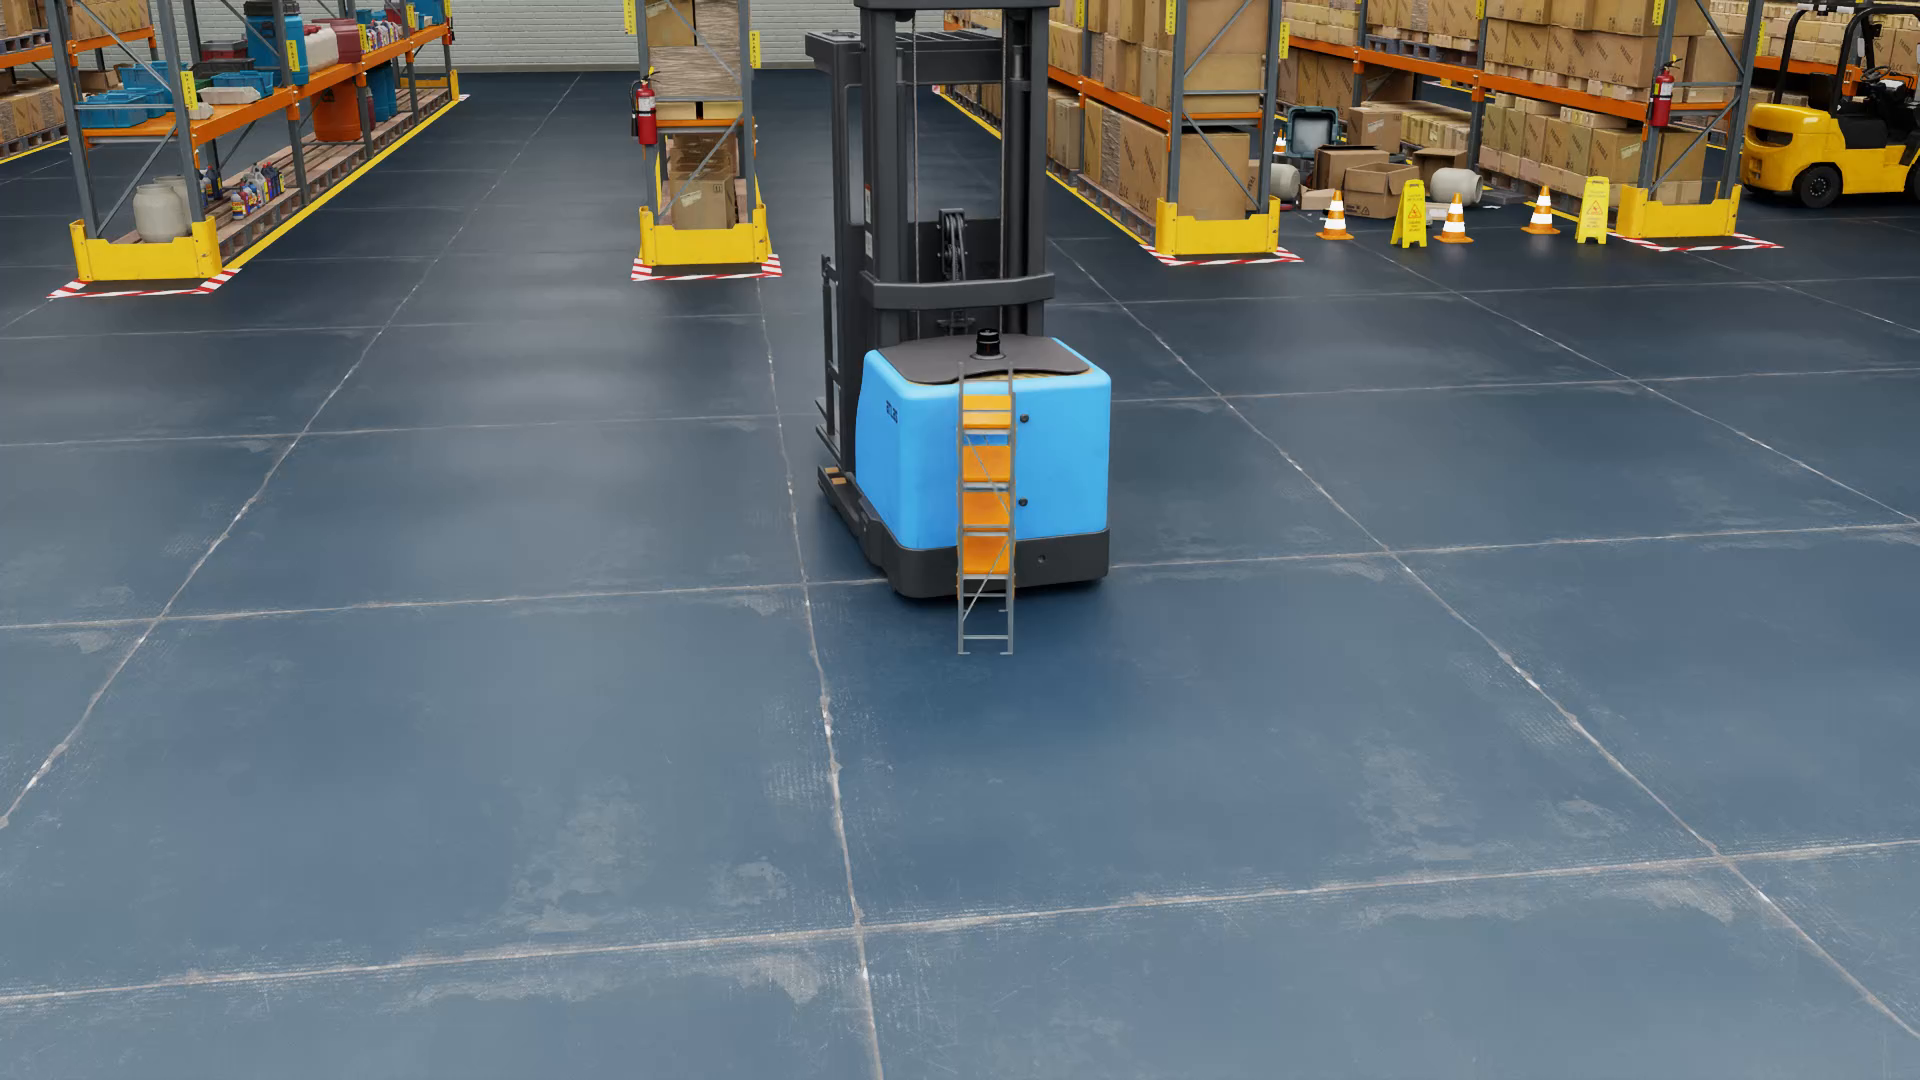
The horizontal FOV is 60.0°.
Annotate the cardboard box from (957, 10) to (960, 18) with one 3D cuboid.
[{"bbox_3d":[0.235,-9.284,28.717,0.500,0.500,0.500,-3,21,-9],"label":"cardboard box"}]

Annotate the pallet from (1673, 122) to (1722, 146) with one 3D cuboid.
[{"bbox_3d":[11.232,-5.970,24.400,1.003,0.211,1.213,-3,21,-8],"label":"pallet"}]

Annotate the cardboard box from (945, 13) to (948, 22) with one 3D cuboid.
[{"bbox_3d":[-0.074,-9.551,30.360,0.380,0.149,0.250,-3,21,-8],"label":"cardboard box"}]

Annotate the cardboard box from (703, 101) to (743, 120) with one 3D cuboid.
[{"bbox_3d":[-2.218,-4.035,15.593,0.380,0.149,0.250,-3,21,-8],"label":"cardboard box"}]

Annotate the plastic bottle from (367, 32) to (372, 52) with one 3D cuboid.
[{"bbox_3d":[-8.319,-6.996,23.345,0.097,0.271,0.097,0,20,0],"label":"plastic bottle"}]

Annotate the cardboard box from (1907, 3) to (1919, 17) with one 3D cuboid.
[{"bbox_3d":[11.653,-6.370,19.989,0.380,0.149,0.250,-3,21,-9],"label":"cardboard box"}]

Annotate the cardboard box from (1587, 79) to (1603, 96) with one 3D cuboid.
[{"bbox_3d":[6.899,-4.803,17.647,0.380,0.149,0.250,-3,21,-7],"label":"cardboard box"}]

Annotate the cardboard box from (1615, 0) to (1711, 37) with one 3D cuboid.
[{"bbox_3d":[7.104,-5.363,16.790,0.700,0.500,0.500,-3,21,-9],"label":"cardboard box"}]

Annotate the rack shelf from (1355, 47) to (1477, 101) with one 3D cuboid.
[{"bbox_3d":[6.529,-6.283,22.279,1.077,0.370,4.000,-3,21,-8],"label":"rack shelf"}]

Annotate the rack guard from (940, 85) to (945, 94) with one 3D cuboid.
[{"bbox_3d":[0.214,-8.600,31.028,1.175,0.500,0.348,-3,21,-8],"label":"rack guard"}]

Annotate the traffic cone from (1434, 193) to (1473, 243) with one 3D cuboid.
[{"bbox_3d":[5.006,-3.264,16.794,0.336,0.463,0.334,-3,21,-8],"label":"traffic cone"}]

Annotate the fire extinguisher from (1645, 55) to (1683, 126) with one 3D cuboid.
[{"bbox_3d":[6.954,-4.443,16.436,0.296,0.674,0.183,-3,21,-8],"label":"fire extinguisher"}]

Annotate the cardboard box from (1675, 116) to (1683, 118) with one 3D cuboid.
[{"bbox_3d":[10.878,-6.725,25.407,0.500,0.500,0.500,-2,21,-6],"label":"cardboard box"}]

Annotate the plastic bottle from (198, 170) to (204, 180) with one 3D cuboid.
[{"bbox_3d":[-8.185,-3.842,17.874,0.144,0.351,0.185,-2,21,-6],"label":"plastic bottle"}]

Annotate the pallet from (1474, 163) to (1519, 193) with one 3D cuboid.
[{"bbox_3d":[6.949,-4.390,20.169,1.003,0.211,1.213,-3,21,-8],"label":"pallet"}]

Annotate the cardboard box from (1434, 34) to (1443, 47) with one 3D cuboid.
[{"bbox_3d":[6.336,-6.438,21.426,0.380,0.149,0.250,-3,21,-7],"label":"cardboard box"}]

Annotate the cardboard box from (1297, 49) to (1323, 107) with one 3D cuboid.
[{"bbox_3d":[5.970,-7.375,26.613,0.875,0.875,0.875,-2,21,-6],"label":"cardboard box"}]

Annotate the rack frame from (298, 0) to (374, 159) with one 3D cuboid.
[{"bbox_3d":[-8.467,-6.563,22.000,1.000,3.000,0.127,-3,21,-8],"label":"rack frame"}]

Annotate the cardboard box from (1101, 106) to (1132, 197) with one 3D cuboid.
[{"bbox_3d":[2.088,-4.311,18.407,0.875,0.875,0.875,-3,21,-7],"label":"cardboard box"}]

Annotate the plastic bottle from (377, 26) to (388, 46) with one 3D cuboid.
[{"bbox_3d":[-8.522,-7.421,24.477,0.152,0.276,0.135,-3,21,-8],"label":"plastic bottle"}]

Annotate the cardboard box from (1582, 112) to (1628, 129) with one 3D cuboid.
[{"bbox_3d":[6.901,-4.494,17.792,0.380,0.149,0.250,-2,21,-6],"label":"cardboard box"}]

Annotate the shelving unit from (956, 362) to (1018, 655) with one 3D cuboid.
[{"bbox_3d":[0.114,-0.141,7.379,0.258,1.200,0.503,0,20,0],"label":"shelving unit"}]

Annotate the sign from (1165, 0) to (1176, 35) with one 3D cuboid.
[{"bbox_3d":[1.971,-4.888,15.524,0.100,0.325,0.005,-3,21,-8],"label":"sign"}]

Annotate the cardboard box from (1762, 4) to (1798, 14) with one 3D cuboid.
[{"bbox_3d":[11.236,-7.258,22.791,0.380,0.149,0.250,-3,21,-8],"label":"cardboard box"}]

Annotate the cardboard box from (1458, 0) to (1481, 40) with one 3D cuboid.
[{"bbox_3d":[6.523,-6.458,20.553,0.500,0.500,0.500,-3,21,-9],"label":"cardboard box"}]

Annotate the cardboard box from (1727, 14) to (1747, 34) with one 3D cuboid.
[{"bbox_3d":[11.103,-7.206,23.223,0.500,0.250,0.500,-3,21,-9],"label":"cardboard box"}]

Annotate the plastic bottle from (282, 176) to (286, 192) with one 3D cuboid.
[{"bbox_3d":[-7.530,-3.963,18.410,0.097,0.201,0.097,0,20,0],"label":"plastic bottle"}]

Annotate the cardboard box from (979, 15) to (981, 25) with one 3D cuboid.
[{"bbox_3d":[0.495,-8.062,25.774,0.380,0.149,0.250,-3,21,-7],"label":"cardboard box"}]

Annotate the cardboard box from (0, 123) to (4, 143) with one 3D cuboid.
[{"bbox_3d":[-13.152,-5.521,22.155,0.500,0.500,0.500,-2,21,-5],"label":"cardboard box"}]

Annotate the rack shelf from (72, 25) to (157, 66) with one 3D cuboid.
[{"bbox_3d":[-14.234,-8.054,27.022,1.077,0.370,4.000,-3,21,-8],"label":"rack shelf"}]

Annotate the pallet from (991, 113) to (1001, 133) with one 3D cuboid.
[{"bbox_3d":[1.073,-6.413,25.586,1.003,0.211,1.213,-3,21,-8],"label":"pallet"}]

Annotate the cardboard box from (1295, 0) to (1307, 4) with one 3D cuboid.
[{"bbox_3d":[5.613,-8.697,26.142,0.500,0.500,0.500,-3,21,-9],"label":"cardboard box"}]

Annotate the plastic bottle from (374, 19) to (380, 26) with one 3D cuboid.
[{"bbox_3d":[-8.730,-7.615,24.889,0.144,0.351,0.185,-3,21,-8],"label":"plastic bottle"}]

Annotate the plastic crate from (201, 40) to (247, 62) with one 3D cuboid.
[{"bbox_3d":[-8.263,-5.360,18.688,0.402,0.464,0.583,-3,21,-8],"label":"plastic crate"}]

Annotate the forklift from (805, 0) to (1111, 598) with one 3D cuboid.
[{"bbox_3d":[-0.171,-1.584,8.769,1.130,2.935,3.031,-6,21,-15],"label":"forklift"}]

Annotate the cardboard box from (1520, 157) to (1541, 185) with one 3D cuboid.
[{"bbox_3d":[6.802,-4.250,19.138,0.500,0.250,0.500,-3,21,-8],"label":"cardboard box"}]

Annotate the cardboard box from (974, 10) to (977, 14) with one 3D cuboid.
[{"bbox_3d":[0.421,-8.382,26.204,0.380,0.149,0.250,-3,21,-9],"label":"cardboard box"}]

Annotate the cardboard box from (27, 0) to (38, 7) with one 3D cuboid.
[{"bbox_3d":[-14.275,-8.376,25.284,0.500,0.500,0.500,-3,21,-7],"label":"cardboard box"}]

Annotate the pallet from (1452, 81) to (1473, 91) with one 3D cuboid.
[{"bbox_3d":[10.125,-8.725,31.775,1.003,0.211,1.213,-3,21,-8],"label":"pallet"}]

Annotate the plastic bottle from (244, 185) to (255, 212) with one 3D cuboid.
[{"bbox_3d":[-7.331,-3.517,17.117,0.097,0.271,0.097,0,20,0],"label":"plastic bottle"}]

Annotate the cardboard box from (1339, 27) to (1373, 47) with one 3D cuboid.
[{"bbox_3d":[5.911,-7.404,24.467,0.500,0.250,0.500,-4,21,-10],"label":"cardboard box"}]

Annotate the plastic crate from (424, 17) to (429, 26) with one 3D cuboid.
[{"bbox_3d":[-9.296,-8.863,28.449,0.396,0.136,0.243,-3,21,-8],"label":"plastic crate"}]

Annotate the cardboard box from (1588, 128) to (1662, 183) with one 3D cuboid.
[{"bbox_3d":[7.020,-4.066,17.575,0.500,0.500,0.500,-3,21,-7],"label":"cardboard box"}]

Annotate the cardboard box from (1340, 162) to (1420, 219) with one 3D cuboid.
[{"bbox_3d":[4.635,-3.853,18.314,0.637,0.503,0.797,17,27,39],"label":"cardboard box"}]

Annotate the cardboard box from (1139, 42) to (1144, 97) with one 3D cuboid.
[{"bbox_3d":[2.354,-4.844,17.183,0.875,0.550,0.550,-3,21,-8],"label":"cardboard box"}]

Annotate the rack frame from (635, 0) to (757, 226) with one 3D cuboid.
[{"bbox_3d":[-2.413,-4.042,15.252,1.000,3.000,0.127,-3,21,-8],"label":"rack frame"}]

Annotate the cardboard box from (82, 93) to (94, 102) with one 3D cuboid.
[{"bbox_3d":[-13.793,-6.802,25.854,0.500,0.311,0.500,-3,21,-8],"label":"cardboard box"}]

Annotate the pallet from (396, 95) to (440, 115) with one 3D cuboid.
[{"bbox_3d":[-9.367,-7.317,28.005,1.003,0.211,1.213,-3,21,-8],"label":"pallet"}]

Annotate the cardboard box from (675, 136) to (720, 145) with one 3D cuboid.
[{"bbox_3d":[-2.971,-4.313,18.948,0.500,0.500,0.500,-4,21,-9],"label":"cardboard box"}]

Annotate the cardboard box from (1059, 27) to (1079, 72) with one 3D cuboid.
[{"bbox_3d":[1.521,-6.032,20.435,0.500,0.500,0.500,-3,21,-8],"label":"cardboard box"}]

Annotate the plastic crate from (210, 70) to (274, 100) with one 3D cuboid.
[{"bbox_3d":[-7.463,-4.738,17.328,0.499,0.251,0.616,-3,21,-8],"label":"plastic crate"}]

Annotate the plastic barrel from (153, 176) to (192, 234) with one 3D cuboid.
[{"bbox_3d":[-7.557,-3.221,16.010,0.421,0.512,0.421,0,20,0],"label":"plastic barrel"}]

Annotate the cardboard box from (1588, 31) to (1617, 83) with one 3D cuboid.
[{"bbox_3d":[6.975,-5.076,17.452,0.500,0.500,0.500,-3,21,-8],"label":"cardboard box"}]
